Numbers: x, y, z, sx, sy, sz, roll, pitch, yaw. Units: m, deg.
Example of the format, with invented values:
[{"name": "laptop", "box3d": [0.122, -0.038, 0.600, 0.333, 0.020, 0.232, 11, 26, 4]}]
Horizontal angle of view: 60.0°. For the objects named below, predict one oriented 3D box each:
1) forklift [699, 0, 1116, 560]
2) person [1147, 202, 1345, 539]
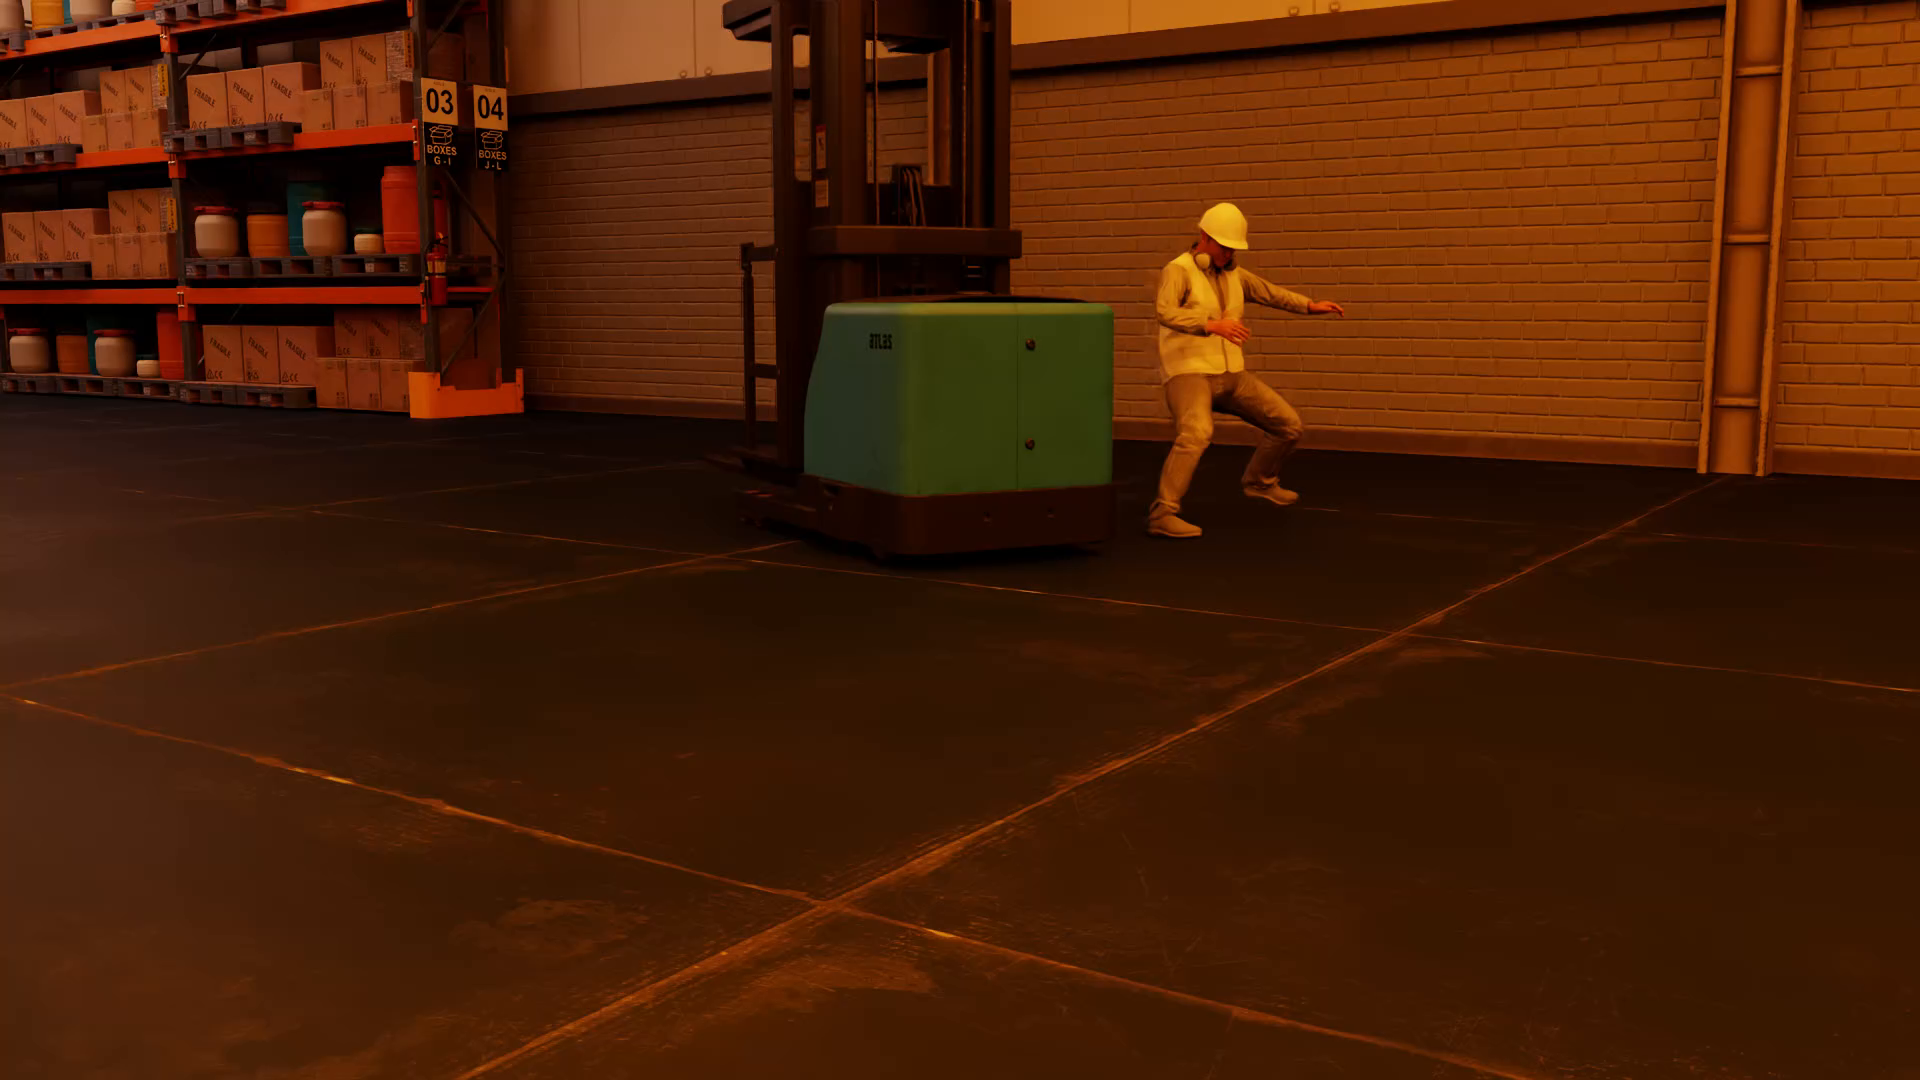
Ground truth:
[{"name": "forklift", "box3d": [-0.464, -1.536, 7.997, 1.130, 2.935, 3.031, -4, 9, -27]}, {"name": "person", "box3d": [1.338, -0.851, 8.083, 1.271, 1.552, 0.727, -6, 10, -35]}]
